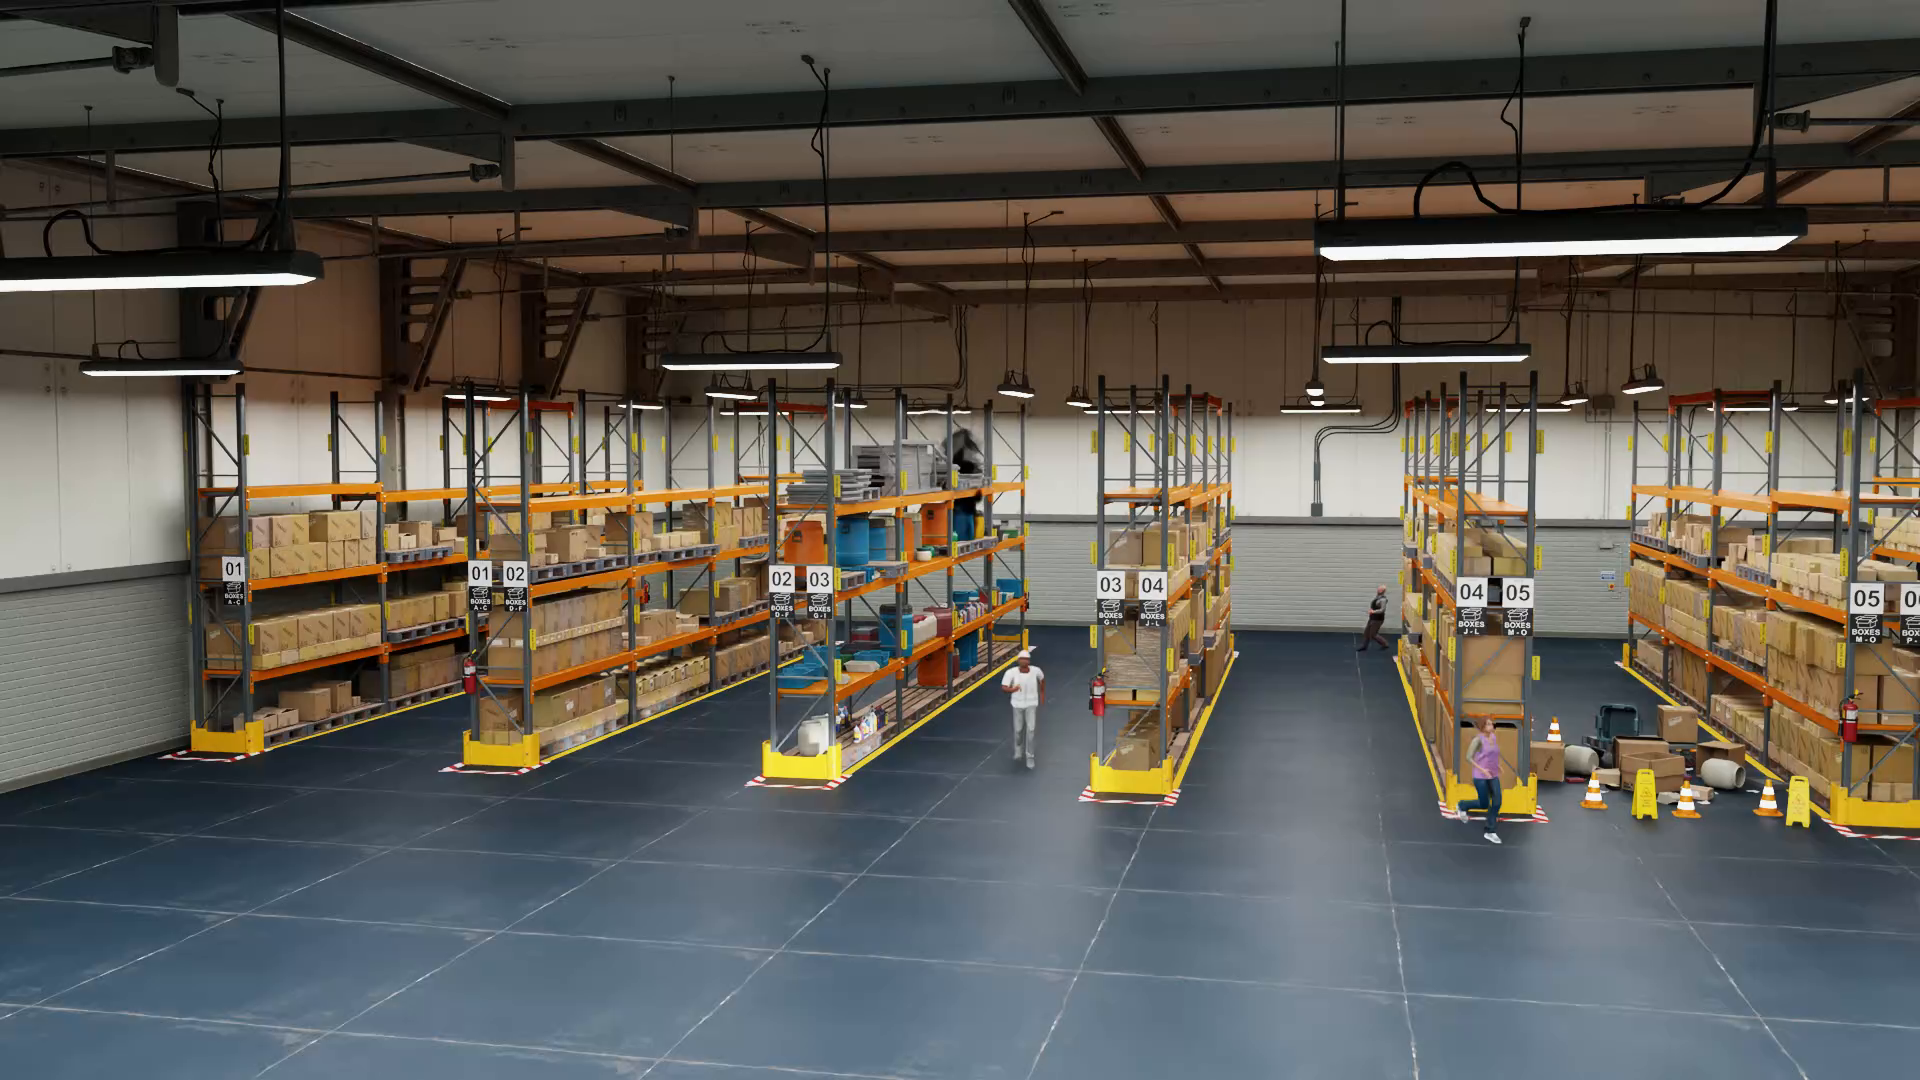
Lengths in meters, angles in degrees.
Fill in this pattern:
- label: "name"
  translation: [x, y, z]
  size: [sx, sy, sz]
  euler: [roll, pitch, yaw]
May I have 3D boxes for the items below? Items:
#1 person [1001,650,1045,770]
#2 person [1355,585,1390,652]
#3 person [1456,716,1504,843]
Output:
- label: "person"
  translation: [0.990, 2.619, 26.020]
  size: [0.703, 1.822, 0.833]
  euler: [0, 3, -1]
- label: "person"
  translation: [9.899, 1.898, 39.756]
  size: [0.797, 1.662, 0.775]
  euler: [0, 3, 6]
- label: "person"
  translation: [6.651, 3.020, 21.185]
  size: [0.548, 1.586, 0.704]
  euler: [-2, 4, -29]
